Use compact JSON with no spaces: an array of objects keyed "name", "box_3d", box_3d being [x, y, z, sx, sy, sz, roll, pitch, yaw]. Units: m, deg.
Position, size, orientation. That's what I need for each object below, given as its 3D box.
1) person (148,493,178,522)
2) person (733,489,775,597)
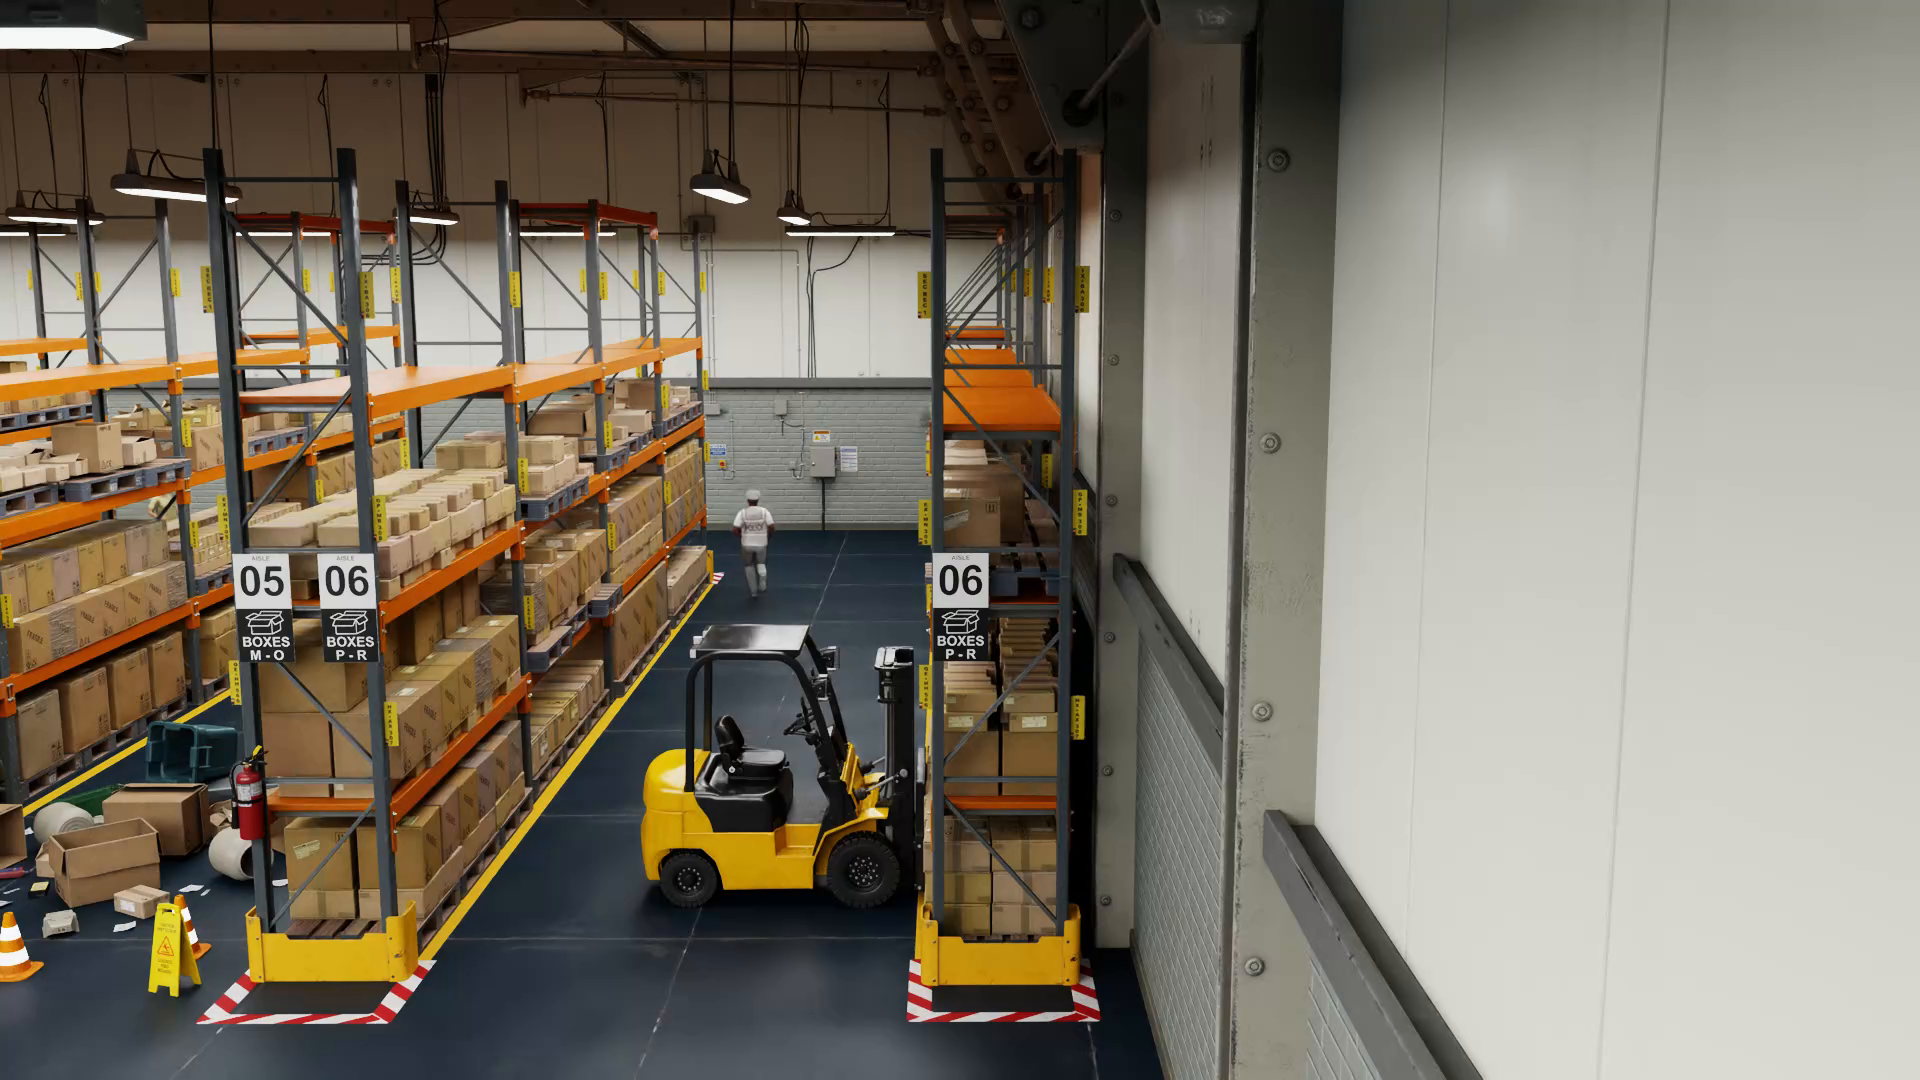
[{"name":"person","box_3d":[-13.885,-0.261,29.141,0.551,1.586,0.583,4,10,22]},{"name":"person","box_3d":[-3.275,0.061,26.419,0.664,1.741,0.605,-2,9,-11]}]
